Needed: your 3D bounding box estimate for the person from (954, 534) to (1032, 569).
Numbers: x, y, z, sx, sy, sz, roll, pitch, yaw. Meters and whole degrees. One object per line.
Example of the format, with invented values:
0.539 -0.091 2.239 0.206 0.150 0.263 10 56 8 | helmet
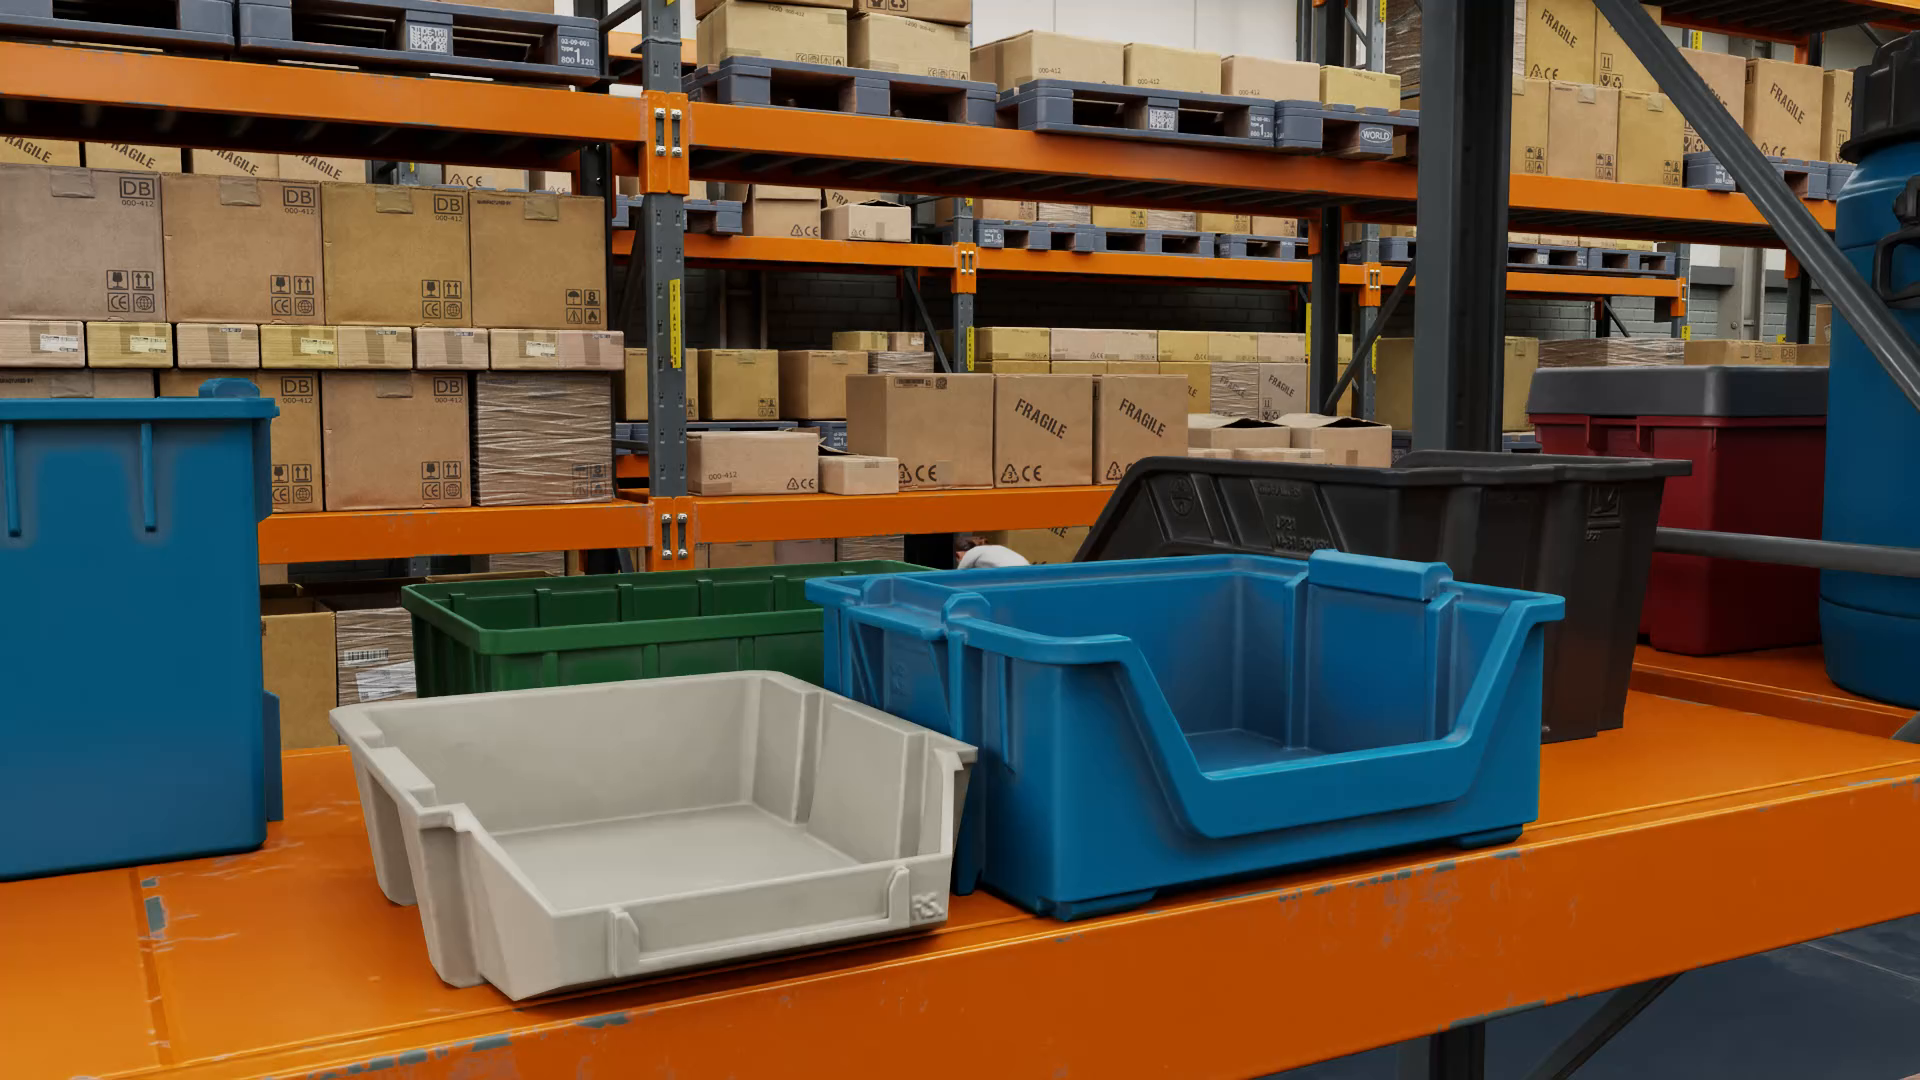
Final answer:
0.227 0.377 11.327 0.465 0.816 0.837 -3 6 -30 | person
